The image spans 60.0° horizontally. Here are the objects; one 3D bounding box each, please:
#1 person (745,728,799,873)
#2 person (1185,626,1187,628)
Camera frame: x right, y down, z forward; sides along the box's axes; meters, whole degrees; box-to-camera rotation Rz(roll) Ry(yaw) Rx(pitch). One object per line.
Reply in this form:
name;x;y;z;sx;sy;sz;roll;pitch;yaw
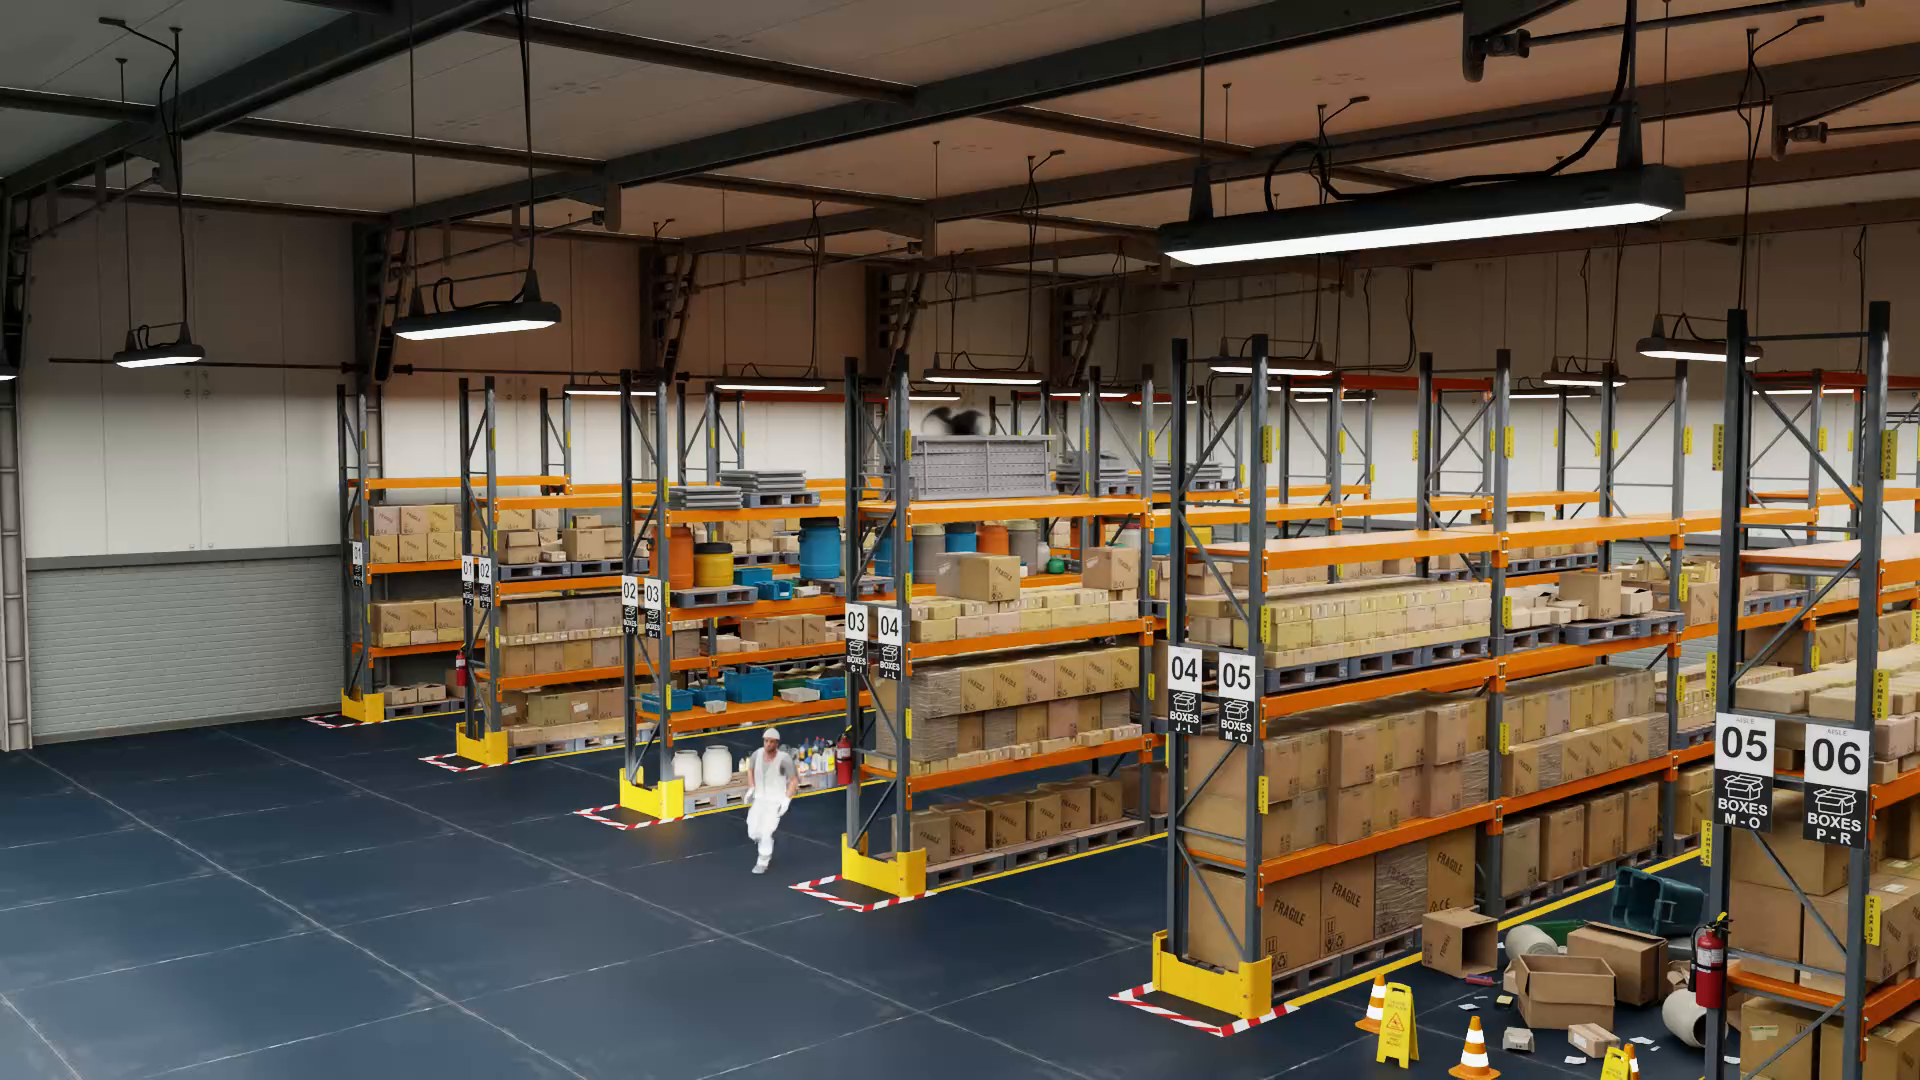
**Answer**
person;-2.186;3.029;19.460;0.666;1.723;0.564;2;4;23
person;4.887;2.050;35.003;0.737;1.716;0.979;3;5;34
